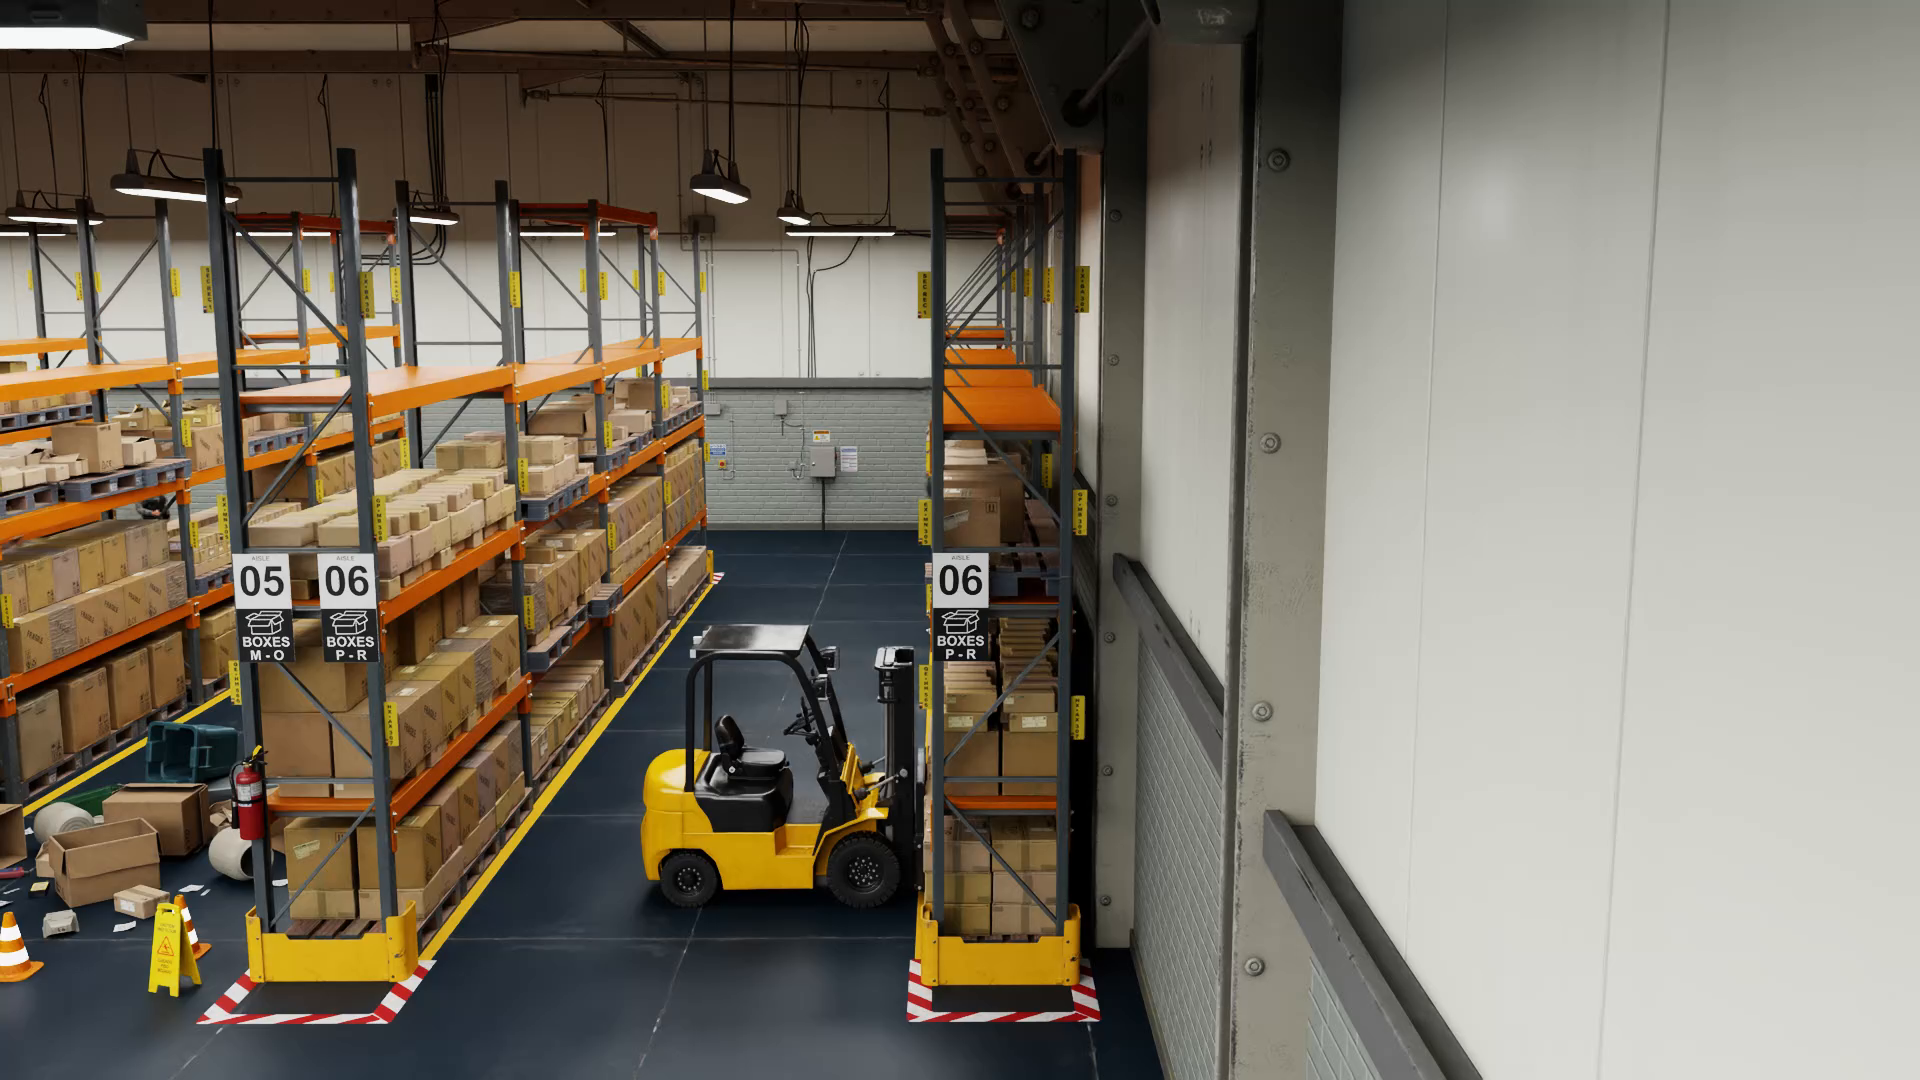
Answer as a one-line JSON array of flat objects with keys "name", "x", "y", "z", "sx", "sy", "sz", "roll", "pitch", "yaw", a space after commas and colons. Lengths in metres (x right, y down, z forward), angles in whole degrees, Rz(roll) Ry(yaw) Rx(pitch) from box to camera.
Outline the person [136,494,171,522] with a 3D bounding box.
[{"name": "person", "x": -14.045, "y": -0.303, "z": 29.069, "sx": 0.643, "sy": 1.709, "sz": 0.671, "roll": 8, "pitch": 12, "yaw": 41}]

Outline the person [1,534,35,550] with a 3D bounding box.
[{"name": "person", "x": -12.761, "y": 0.665, "z": 22.736, "sx": 0.728, "sy": 1.829, "sz": 1.002, "roll": -1, "pitch": 9, "yaw": -4}]
